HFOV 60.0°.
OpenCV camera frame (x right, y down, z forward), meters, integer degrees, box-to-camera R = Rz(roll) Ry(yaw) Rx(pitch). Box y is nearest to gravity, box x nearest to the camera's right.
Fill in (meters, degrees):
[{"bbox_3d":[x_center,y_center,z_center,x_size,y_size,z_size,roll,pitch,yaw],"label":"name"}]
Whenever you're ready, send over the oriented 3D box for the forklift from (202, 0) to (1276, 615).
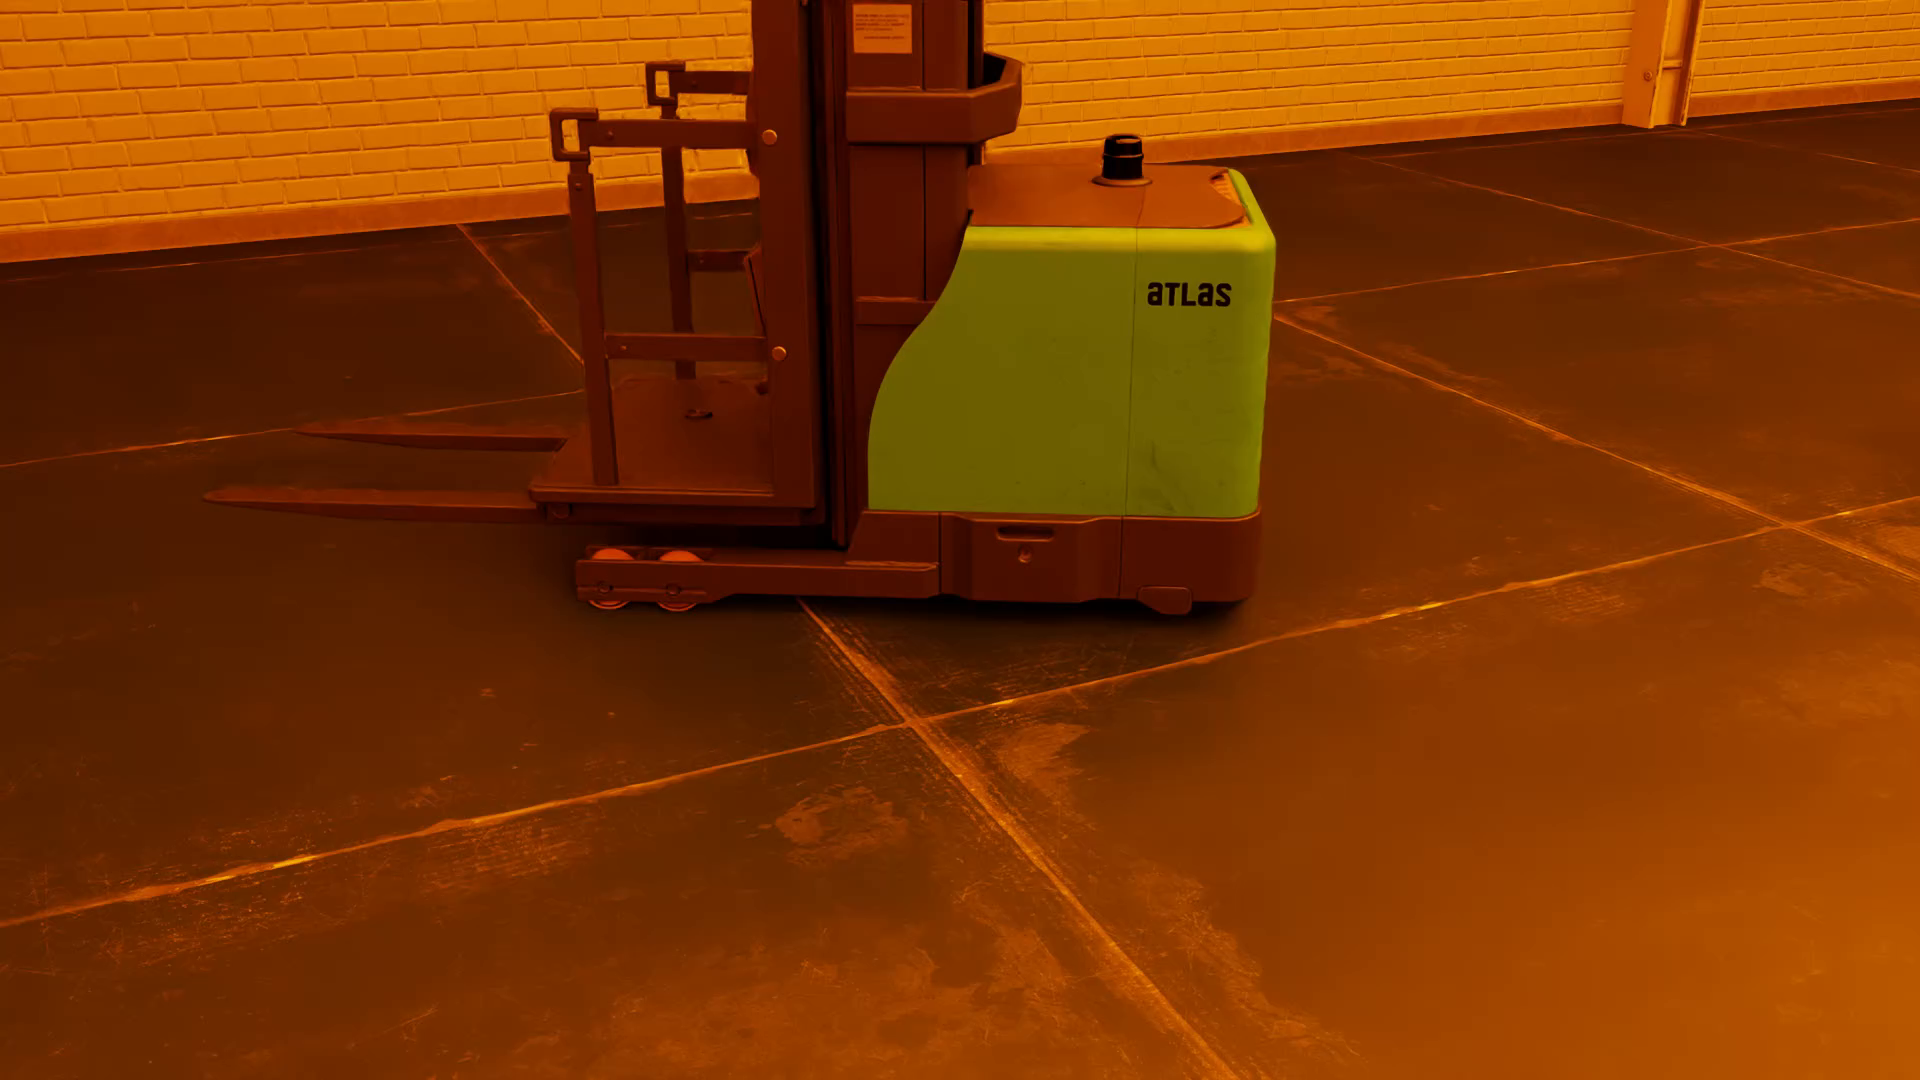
[{"bbox_3d":[-0.665,-1.355,4.548,3.031,2.935,1.130,1,23,4],"label":"forklift"}]
